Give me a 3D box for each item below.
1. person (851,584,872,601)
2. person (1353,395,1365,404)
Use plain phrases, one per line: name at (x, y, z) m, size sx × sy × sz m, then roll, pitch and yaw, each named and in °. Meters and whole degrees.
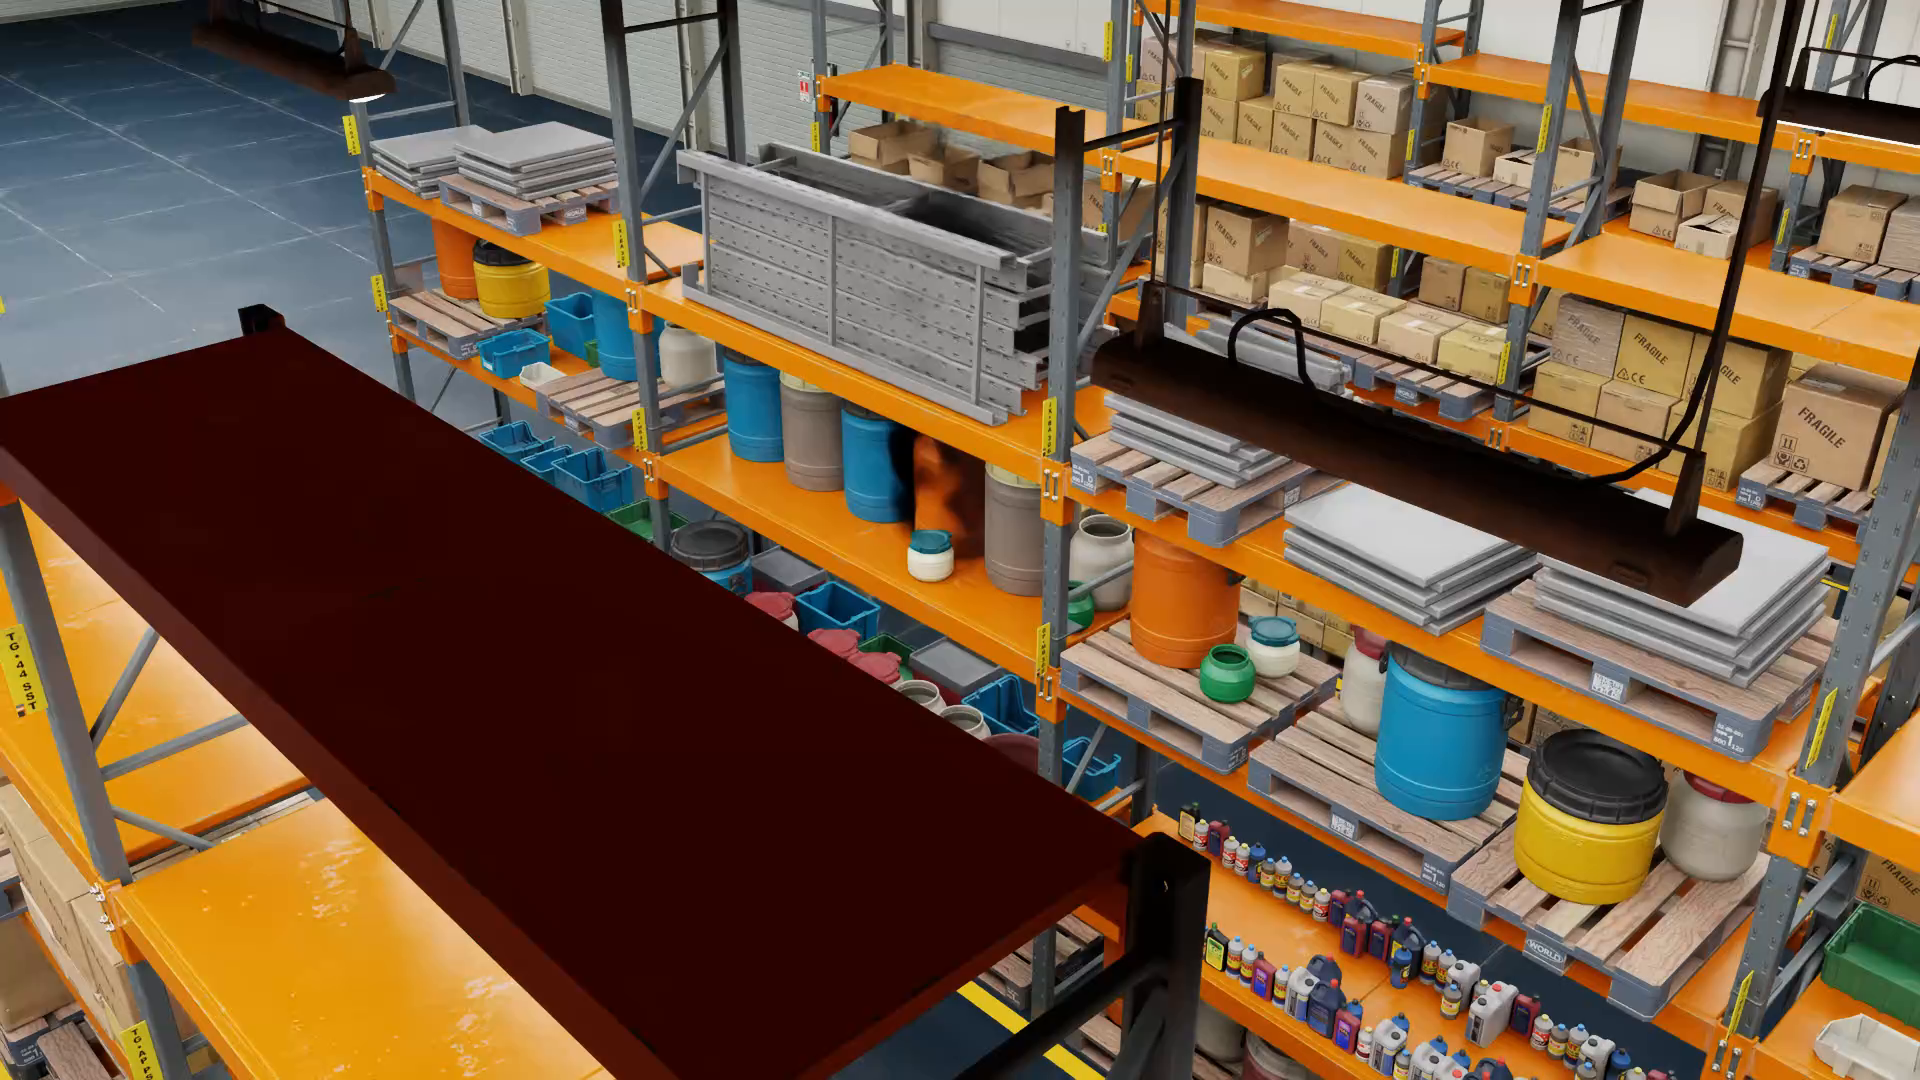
person at (-1.118, -0.037, 14.548) m, size 0.643 × 1.793 × 0.884 m, roll -25°, pitch 37°, yaw -38°
person at (3.751, -0.846, 16.577) m, size 0.747 × 1.816 × 0.608 m, roll 24°, pitch 37°, yaw 37°
